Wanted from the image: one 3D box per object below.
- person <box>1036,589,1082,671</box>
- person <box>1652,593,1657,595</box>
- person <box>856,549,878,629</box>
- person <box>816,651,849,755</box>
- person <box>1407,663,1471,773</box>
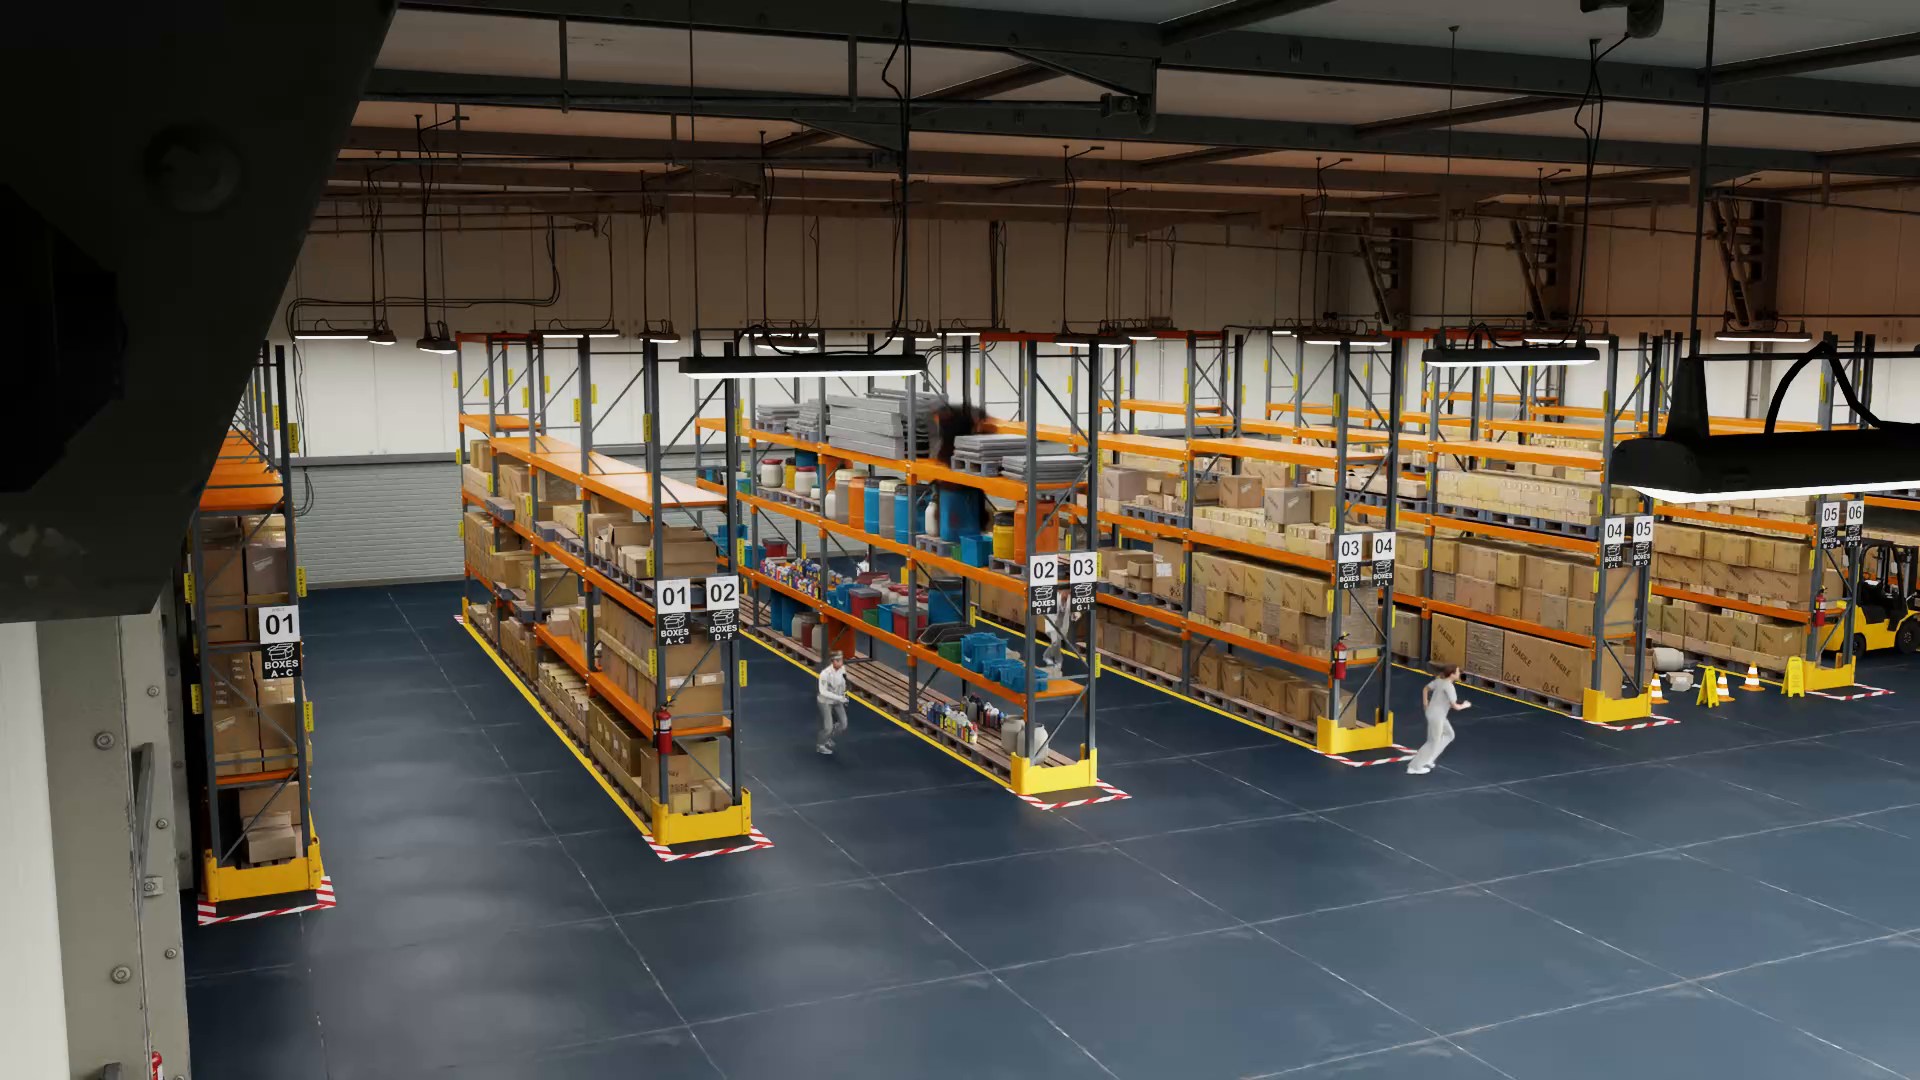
[{"bbox_3d":[1.760,1.528,29.709,0.734,1.601,1.185,-2,8,-12],"label":"person"},{"bbox_3d":[14.321,0.915,33.907,0.698,1.726,0.886,-6,10,-37],"label":"person"},{"bbox_3d":[-1.852,1.020,33.217,0.553,1.727,0.862,-6,10,-37],"label":"person"},{"bbox_3d":[-1.835,2.337,23.964,0.720,1.574,0.603,7,11,43],"label":"person"},{"bbox_3d":[6.641,2.434,23.010,0.856,1.516,0.565,0,8,0],"label":"person"}]
